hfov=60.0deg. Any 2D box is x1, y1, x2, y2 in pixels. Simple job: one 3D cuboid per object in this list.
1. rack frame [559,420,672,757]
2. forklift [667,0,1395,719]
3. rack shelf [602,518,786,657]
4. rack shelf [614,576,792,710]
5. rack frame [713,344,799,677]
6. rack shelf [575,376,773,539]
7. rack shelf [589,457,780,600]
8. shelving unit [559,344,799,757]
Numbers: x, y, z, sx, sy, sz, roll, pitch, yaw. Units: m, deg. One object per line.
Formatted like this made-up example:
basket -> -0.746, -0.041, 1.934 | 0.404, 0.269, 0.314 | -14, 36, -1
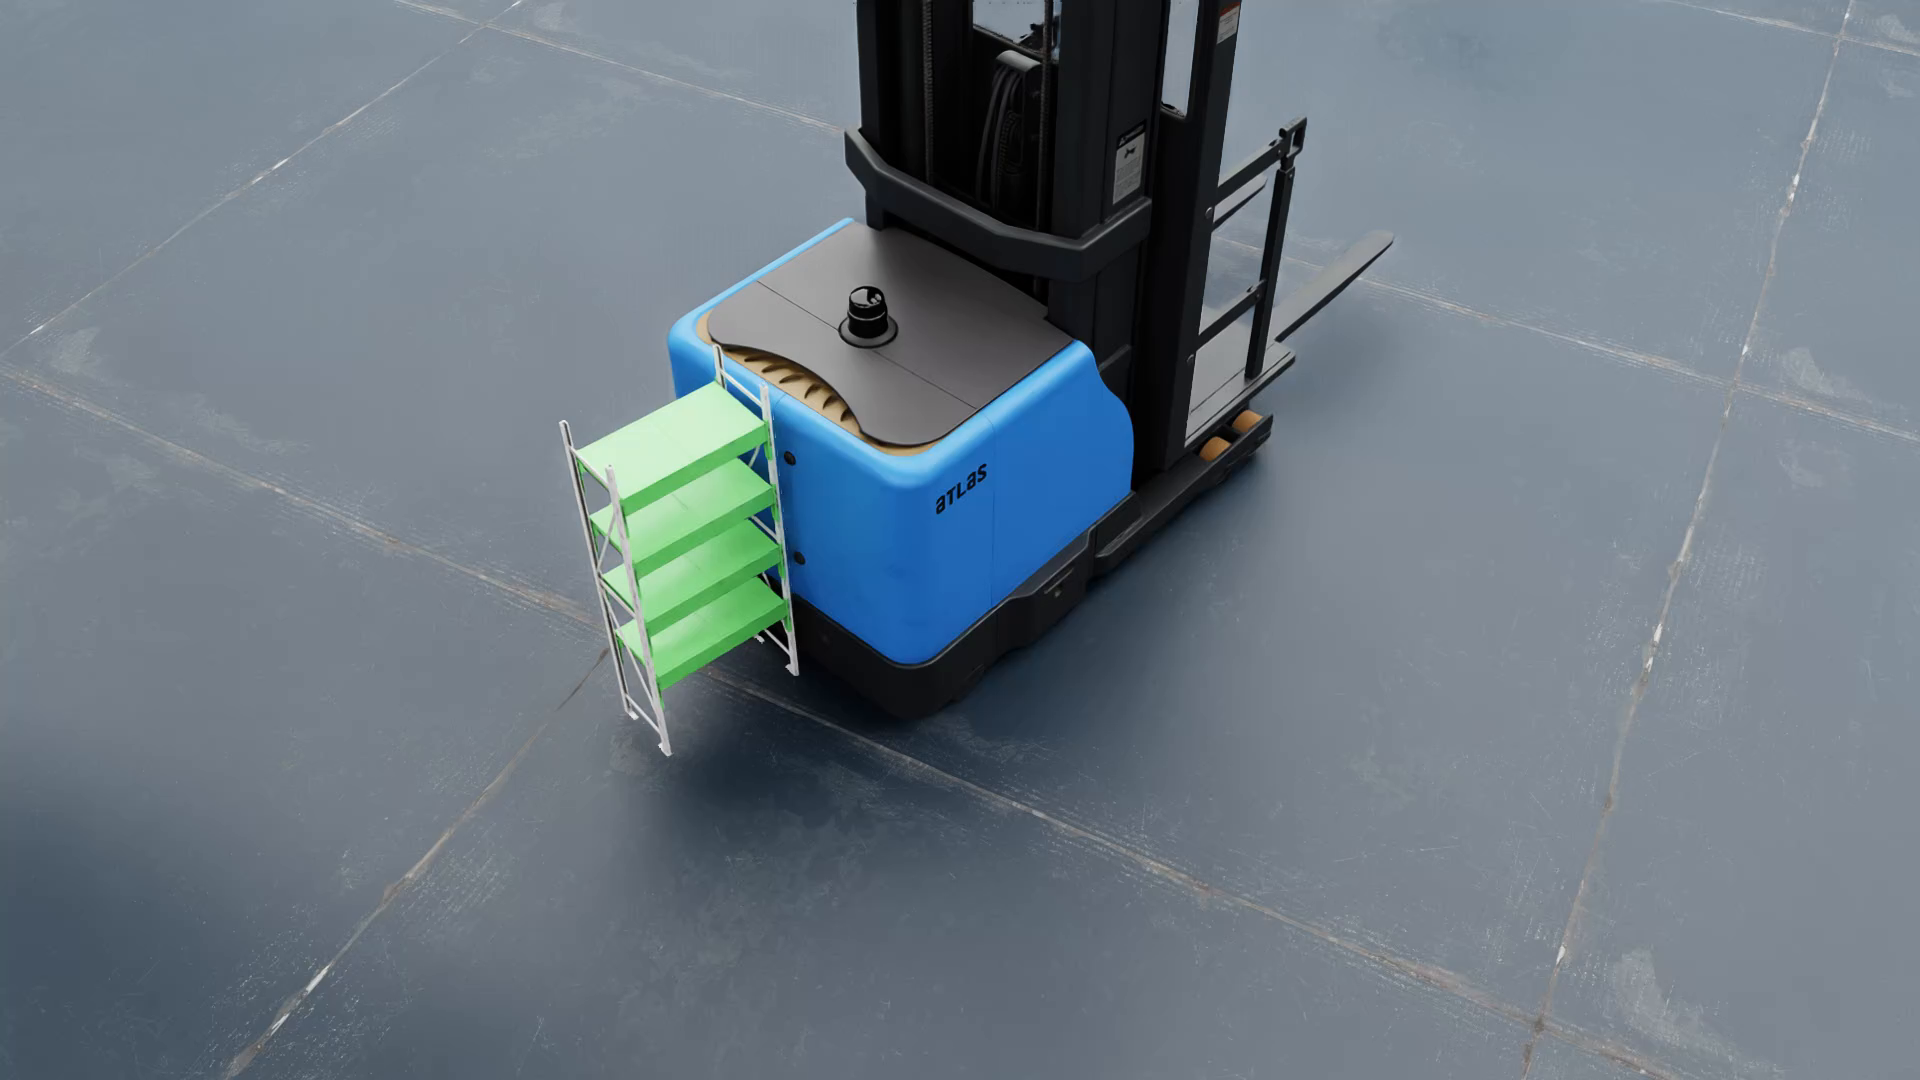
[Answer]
rack frame -> -0.968, 0.175, 4.734 | 0.015, 1.200, 0.240 | -32, 53, -27
forklift -> 0.480, -1.450, 5.122 | 1.130, 2.935, 3.031 | 32, 54, 28
rack shelf -> -0.783, 0.106, 4.891 | 0.480, 0.148, 0.258 | -32, 53, -27
rack shelf -> -0.783, 0.275, 5.061 | 0.480, 0.148, 0.258 | -32, 53, -27
rack frame -> -0.599, -0.052, 4.957 | 0.015, 1.200, 0.240 | -32, 53, -27
rack shelf -> -0.784, -0.232, 4.550 | 0.480, 0.148, 0.258 | -32, 53, -27
rack shelf -> -0.784, -0.063, 4.720 | 0.480, 0.148, 0.258 | -32, 53, -27
shelving unit -> -0.784, 0.061, 4.846 | 0.503, 1.200, 0.258 | -32, 53, -27
